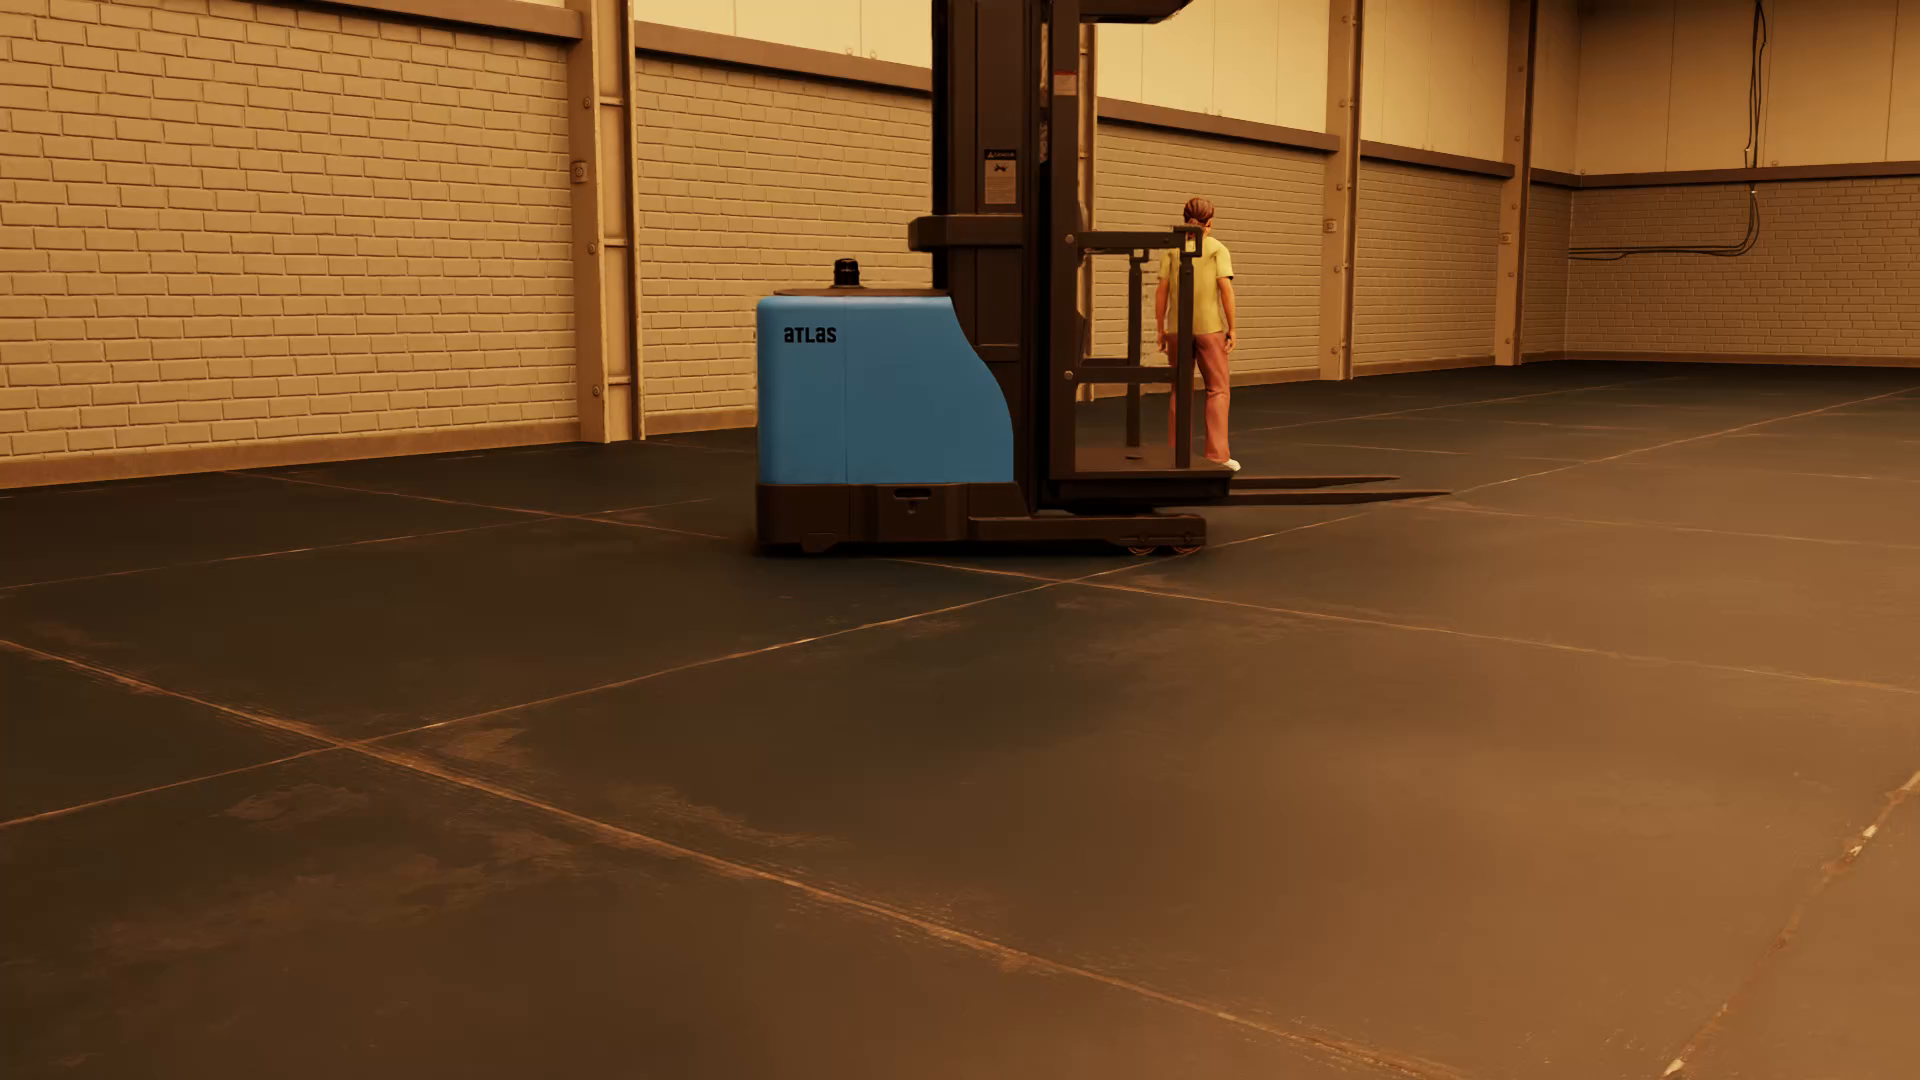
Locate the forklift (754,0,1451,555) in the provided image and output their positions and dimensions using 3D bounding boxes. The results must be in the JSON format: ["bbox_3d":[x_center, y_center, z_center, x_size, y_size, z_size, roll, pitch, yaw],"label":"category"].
[{"bbox_3d":[0.617,-1.463,7.279,3.031,2.935,1.130,-1,8,-6],"label":"forklift"}]

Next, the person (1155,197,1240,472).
[{"bbox_3d":[1.456,-1.252,10.193,0.506,1.671,0.364,4,9,25],"label":"person"}]
